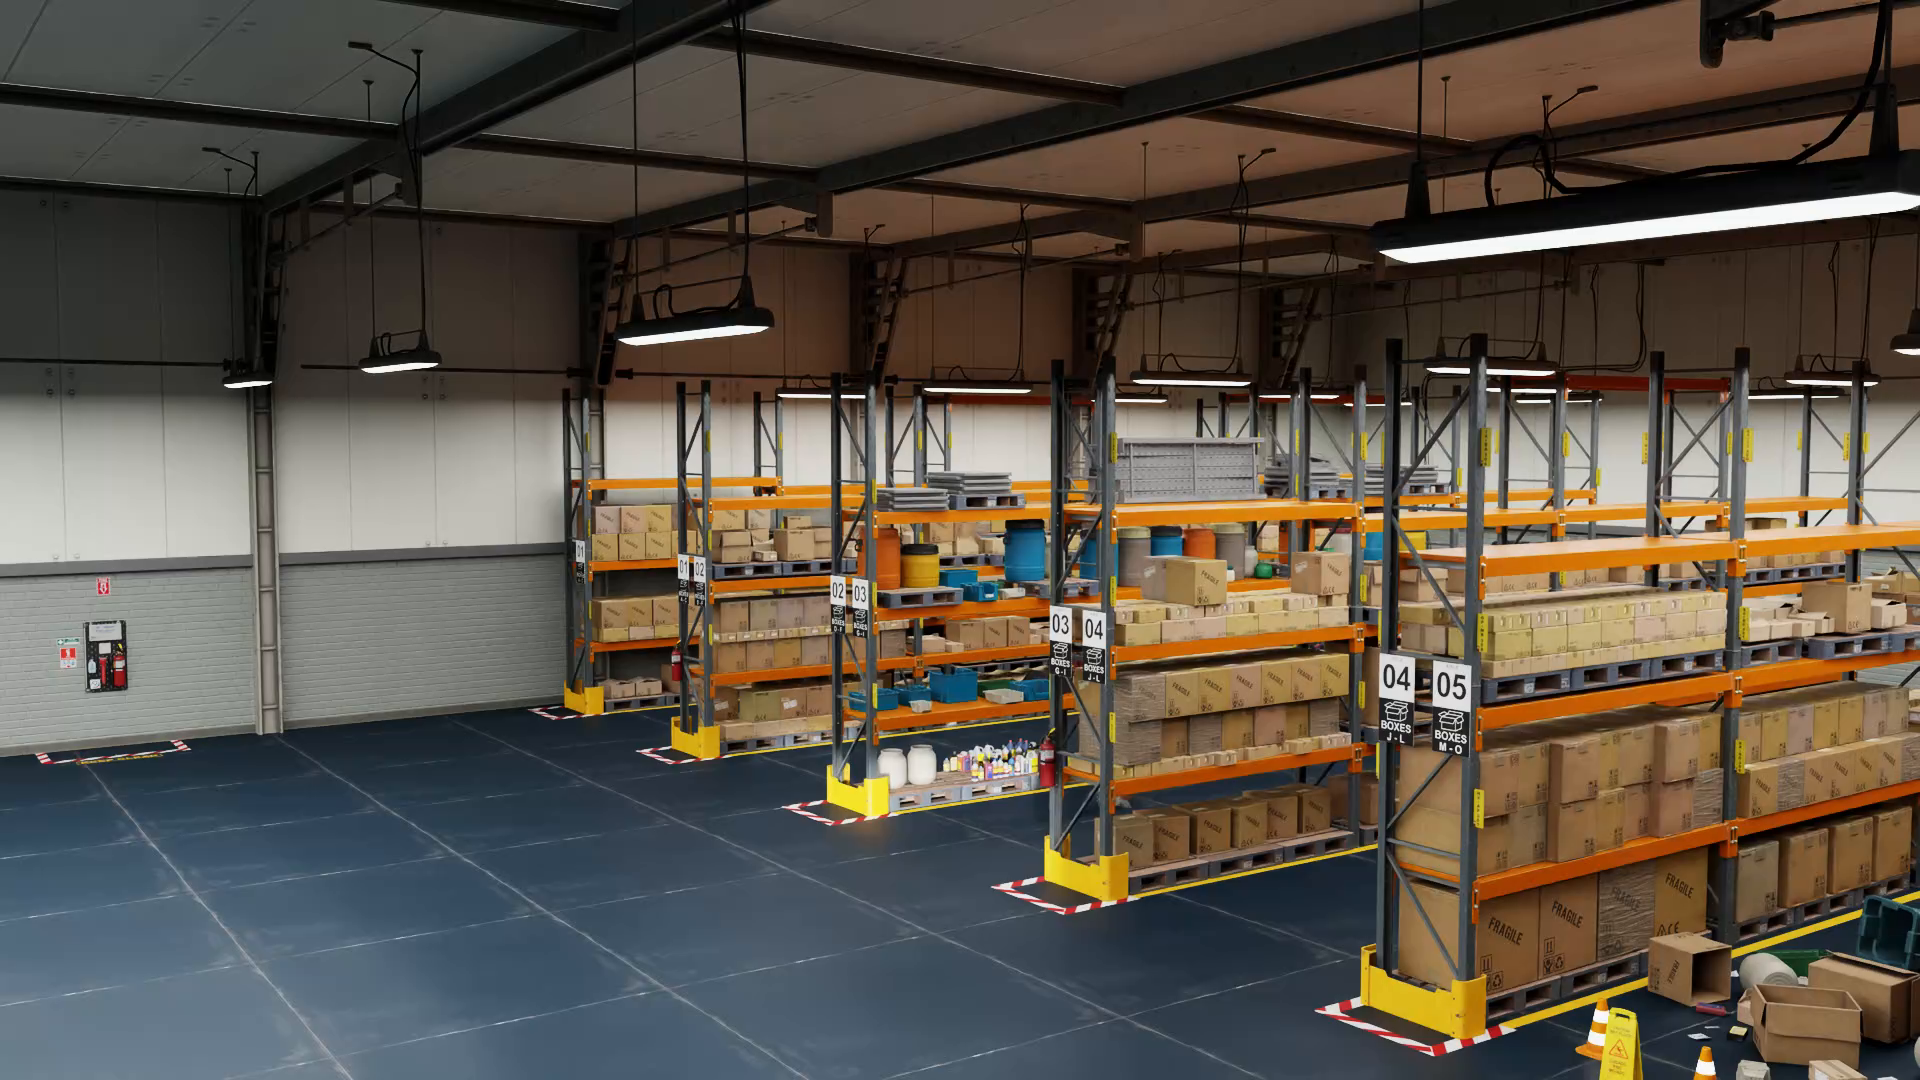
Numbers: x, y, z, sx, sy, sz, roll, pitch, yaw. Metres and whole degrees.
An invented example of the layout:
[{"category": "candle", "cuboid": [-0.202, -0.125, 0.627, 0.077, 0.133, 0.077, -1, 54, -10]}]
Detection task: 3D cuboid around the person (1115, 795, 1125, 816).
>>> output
[{"category": "person", "cuboid": [2.029, 3.186, 22.307, 0.417, 0.969, 1.001, 1, 4, 9]}]
